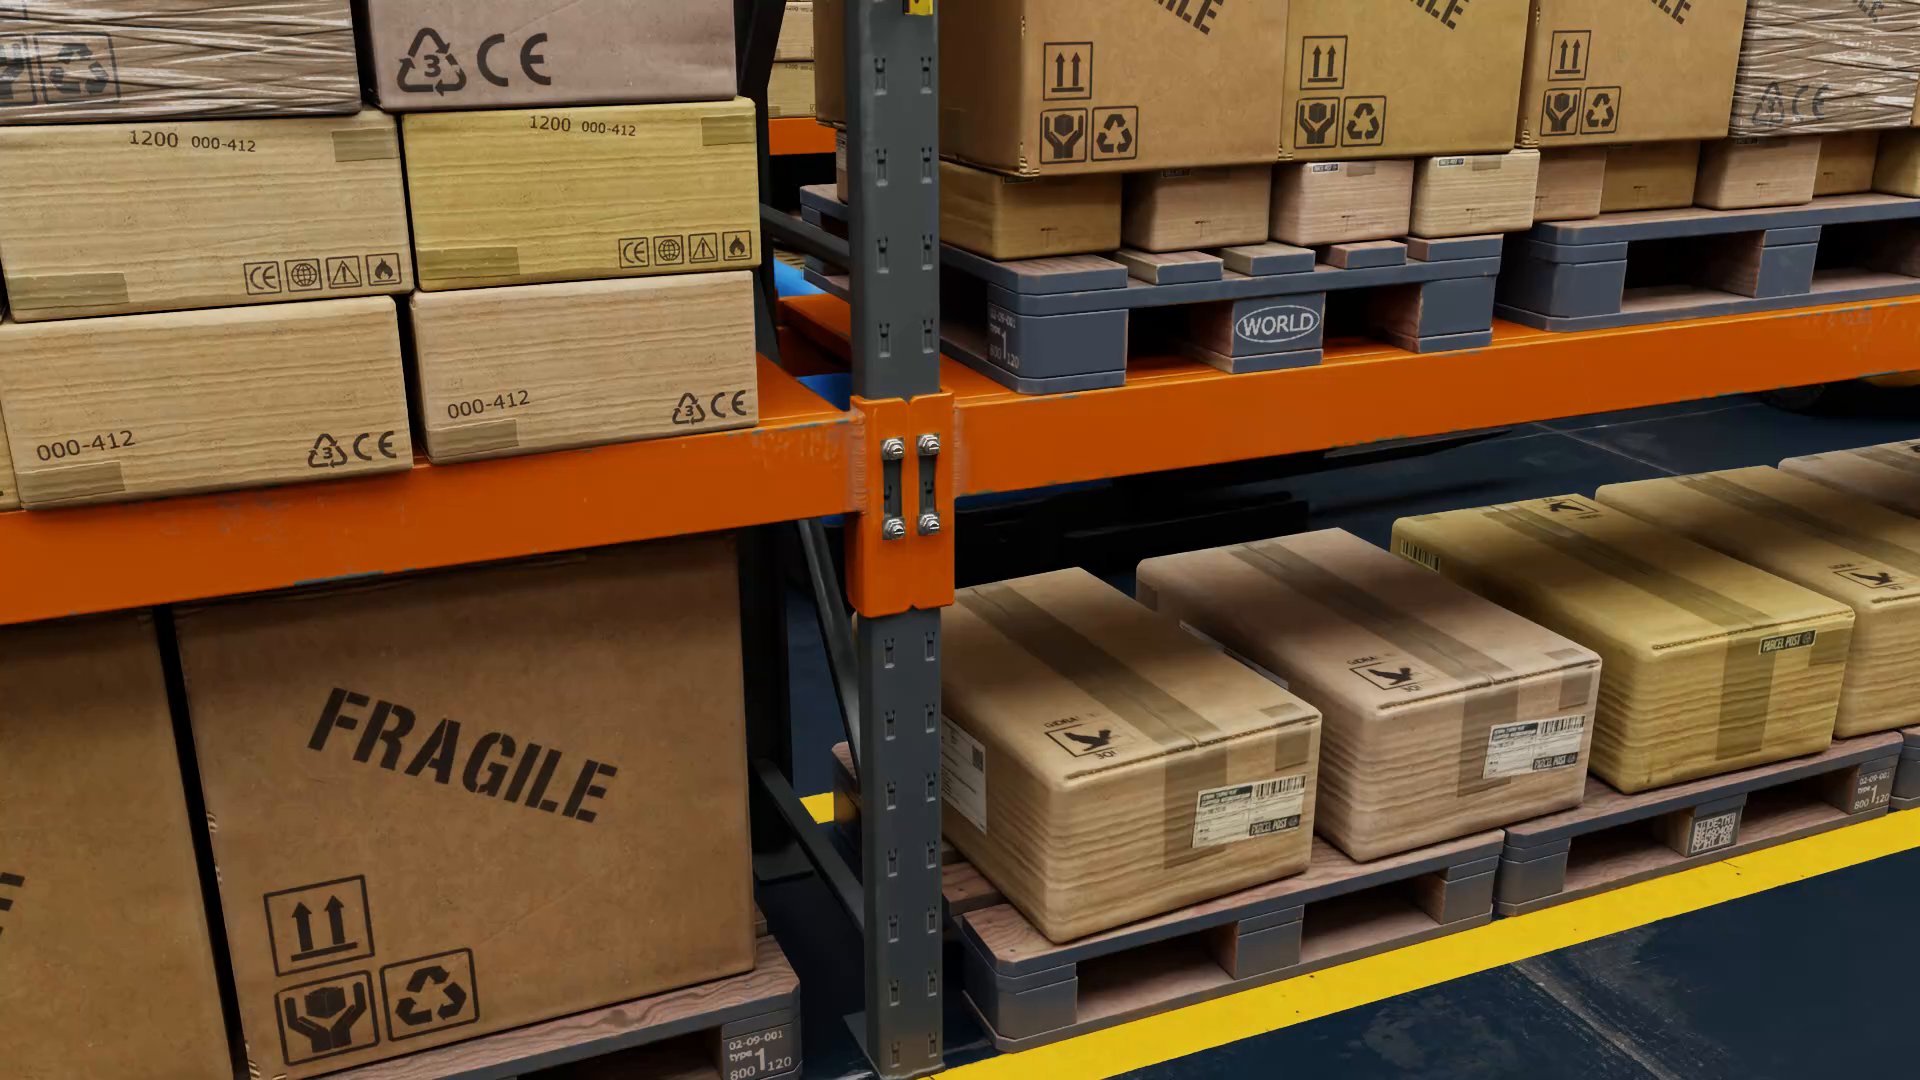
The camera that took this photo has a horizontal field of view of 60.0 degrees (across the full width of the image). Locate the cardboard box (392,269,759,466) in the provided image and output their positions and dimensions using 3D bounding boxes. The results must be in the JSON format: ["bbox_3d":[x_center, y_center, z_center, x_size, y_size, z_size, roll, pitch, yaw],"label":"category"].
[{"bbox_3d":[-0.646,-0.333,2.678,0.500,0.250,0.500,-9,21,-24],"label":"cardboard box"}]

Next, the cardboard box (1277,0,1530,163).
[{"bbox_3d":[0.696,-0.995,3.100,0.500,0.500,0.500,-7,21,-19],"label":"cardboard box"}]

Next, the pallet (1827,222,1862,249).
[{"bbox_3d":[2.629,-0.929,4.434,1.213,0.211,1.003,-8,21,-22],"label":"pallet"}]

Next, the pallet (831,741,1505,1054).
[{"bbox_3d":[0.434,0.663,3.821,1.213,0.211,1.003,-8,21,-22],"label":"pallet"}]

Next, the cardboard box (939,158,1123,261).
[{"bbox_3d":[0.088,-0.615,2.999,0.250,0.149,0.380,-9,22,-25],"label":"cardboard box"}]

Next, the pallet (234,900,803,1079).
[{"bbox_3d":[-1.038,0.846,3.301,1.213,0.211,1.003,-8,21,-22],"label":"pallet"}]

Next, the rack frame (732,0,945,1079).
[{"bbox_3d":[-0.284,-0.550,3.067,0.127,3.000,1.000,-8,21,-22],"label":"rack frame"}]

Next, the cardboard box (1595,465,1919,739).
[{"bbox_3d":[2.249,0.131,4.458,0.625,0.372,0.950,-7,21,-19],"label":"cardboard box"}]

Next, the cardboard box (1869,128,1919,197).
[{"bbox_3d":[2.083,-0.874,3.733,0.250,0.149,0.380,-8,21,-22],"label":"cardboard box"}]

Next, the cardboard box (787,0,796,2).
[{"bbox_3d":[-0.920,-2.526,7.551,0.250,0.149,0.380,-8,21,-21],"label":"cardboard box"}]

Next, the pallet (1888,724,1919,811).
[{"bbox_3d":[2.674,0.342,4.732,1.213,0.211,1.003,-8,21,-22],"label":"pallet"}]

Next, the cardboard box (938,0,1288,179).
[{"bbox_3d":[0.221,-0.924,2.899,0.500,0.500,0.500,-9,21,-23],"label":"cardboard box"}]

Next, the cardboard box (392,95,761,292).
[{"bbox_3d":[-0.628,-0.574,2.608,0.500,0.250,0.500,-8,21,-22],"label":"cardboard box"}]

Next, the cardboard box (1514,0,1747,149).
[{"bbox_3d":[1.181,-1.066,3.304,0.500,0.500,0.500,-8,21,-21],"label":"cardboard box"}]

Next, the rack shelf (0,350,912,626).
[{"bbox_3d":[-2.121,0.053,2.439,4.000,0.370,1.077,-8,21,-22],"label":"rack shelf"}]

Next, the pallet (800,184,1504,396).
[{"bbox_3d":[0.328,-0.585,3.457,1.003,0.211,1.213,-8,21,-22],"label":"pallet"}]

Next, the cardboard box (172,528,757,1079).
[{"bbox_3d":[-0.951,0.320,3.164,0.875,0.875,0.875,-8,21,-22],"label":"cardboard box"}]

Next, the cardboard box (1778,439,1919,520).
[{"bbox_3d":[2.908,0.035,4.730,0.625,0.372,0.950,-8,21,-21],"label":"cardboard box"}]

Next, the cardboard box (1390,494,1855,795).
[{"bbox_3d":[1.611,0.223,4.197,0.625,0.372,0.950,-7,21,-20],"label":"cardboard box"}]

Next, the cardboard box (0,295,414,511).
[{"bbox_3d":[-1.109,-0.261,2.473,0.500,0.250,0.500,-8,21,-21],"label":"cardboard box"}]

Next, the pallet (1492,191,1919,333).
[{"bbox_3d":[1.517,-0.732,3.874,1.213,0.211,1.003,-8,21,-22],"label":"pallet"}]

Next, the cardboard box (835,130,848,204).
[{"bbox_3d":[-0.077,-0.744,3.365,0.250,0.149,0.380,-7,21,-20],"label":"cardboard box"}]

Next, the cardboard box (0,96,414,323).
[{"bbox_3d":[-1.098,-0.505,2.413,0.500,0.250,0.500,-9,21,-23],"label":"cardboard box"}]

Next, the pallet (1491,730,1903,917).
[{"bbox_3d":[1.552,0.504,4.273,1.213,0.211,1.003,-8,21,-22],"label":"pallet"}]

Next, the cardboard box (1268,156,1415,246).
[{"bbox_3d":[0.630,-0.664,3.138,0.250,0.149,0.380,-10,22,-25],"label":"cardboard box"}]

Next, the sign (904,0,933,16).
[{"bbox_3d":[-0.061,-0.927,2.395,0.005,0.325,0.100,-8,21,-22],"label":"sign"}]

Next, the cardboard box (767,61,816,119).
[{"bbox_3d":[-0.816,-2.111,7.726,0.500,0.250,0.500,-9,21,-24],"label":"cardboard box"}]

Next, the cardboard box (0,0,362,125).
[{"bbox_3d":[-1.123,-0.851,2.266,0.500,0.500,0.500,-8,21,-21],"label":"cardboard box"}]

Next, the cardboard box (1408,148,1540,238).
[{"bbox_3d":[0.891,-0.694,3.223,0.250,0.149,0.380,-8,21,-22],"label":"cardboard box"}]

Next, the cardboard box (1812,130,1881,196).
[{"bbox_3d":[1.800,-0.870,3.724,0.250,0.149,0.380,-9,21,-24],"label":"cardboard box"}]

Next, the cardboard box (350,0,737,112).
[{"bbox_3d":[-0.655,-0.921,2.464,0.500,0.500,0.500,-9,21,-23],"label":"cardboard box"}]

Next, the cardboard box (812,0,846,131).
[{"bbox_3d":[0.023,-1.080,3.342,0.500,0.500,0.500,-9,21,-23],"label":"cardboard box"}]

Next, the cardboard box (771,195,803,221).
[{"bbox_3d":[-1.079,-1.307,8.161,0.625,0.625,0.875,-7,21,-20],"label":"cardboard box"}]

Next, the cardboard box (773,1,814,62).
[{"bbox_3d":[-0.802,-2.341,7.626,0.500,0.250,0.500,-9,21,-23],"label":"cardboard box"}]

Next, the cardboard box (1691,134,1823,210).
[{"bbox_3d":[1.591,-0.813,3.561,0.250,0.149,0.380,-7,21,-20],"label":"cardboard box"}]

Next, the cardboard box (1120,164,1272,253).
[{"bbox_3d":[0.361,-0.642,3.076,0.250,0.149,0.380,-10,22,-25],"label":"cardboard box"}]

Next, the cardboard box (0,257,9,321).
[{"bbox_3d":[-1.560,-0.431,2.204,0.500,0.250,0.500,-9,21,-23],"label":"cardboard box"}]

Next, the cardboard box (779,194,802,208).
[{"bbox_3d":[-0.461,-1.396,8.413,0.625,0.625,0.875,-9,21,-24],"label":"cardboard box"}]

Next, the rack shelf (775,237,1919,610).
[{"bbox_3d":[1.552,-0.473,3.933,4.000,0.370,1.077,-8,21,-22],"label":"rack shelf"}]

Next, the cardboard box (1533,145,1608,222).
[{"bbox_3d":[1.081,-0.750,3.380,0.250,0.149,0.380,-7,21,-19],"label":"cardboard box"}]

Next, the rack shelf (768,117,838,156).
[{"bbox_3d":[-0.417,-1.987,8.231,4.000,0.370,1.077,-8,21,-22],"label":"rack shelf"}]

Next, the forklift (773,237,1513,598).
[{"bbox_3d":[0.691,-1.493,5.849,3.031,2.935,1.130,-9,21,-24],"label":"forklift"}]

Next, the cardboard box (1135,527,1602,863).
[{"bbox_3d":[0.913,0.321,3.919,0.625,0.372,0.950,-9,21,-23],"label":"cardboard box"}]

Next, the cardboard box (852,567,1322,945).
[{"bbox_3d":[0.238,0.420,3.636,0.625,0.372,0.950,-10,22,-26],"label":"cardboard box"}]

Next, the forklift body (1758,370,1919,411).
[{"bbox_3d":[4.073,-1.909,8.206,1.214,2.155,2.313,-8,21,-22],"label":"forklift body"}]

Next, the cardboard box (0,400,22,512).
[{"bbox_3d":[-1.577,-0.200,2.299,0.500,0.250,0.500,-8,21,-22],"label":"cardboard box"}]

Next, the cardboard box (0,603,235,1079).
[{"bbox_3d":[-1.772,0.436,2.834,0.875,0.875,0.875,-8,21,-21],"label":"cardboard box"}]

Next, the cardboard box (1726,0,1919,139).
[{"bbox_3d":[1.643,-1.130,3.484,0.500,0.500,0.500,-9,21,-24],"label":"cardboard box"}]

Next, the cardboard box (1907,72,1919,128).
[{"bbox_3d":[2.124,-1.199,3.680,0.500,0.500,0.500,-7,21,-20],"label":"cardboard box"}]

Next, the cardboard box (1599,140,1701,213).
[{"bbox_3d":[1.325,-0.799,3.520,0.250,0.149,0.380,-7,21,-20],"label":"cardboard box"}]

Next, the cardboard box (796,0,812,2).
[{"bbox_3d":[-0.664,-2.541,7.595,0.250,0.149,0.380,-8,21,-21],"label":"cardboard box"}]
